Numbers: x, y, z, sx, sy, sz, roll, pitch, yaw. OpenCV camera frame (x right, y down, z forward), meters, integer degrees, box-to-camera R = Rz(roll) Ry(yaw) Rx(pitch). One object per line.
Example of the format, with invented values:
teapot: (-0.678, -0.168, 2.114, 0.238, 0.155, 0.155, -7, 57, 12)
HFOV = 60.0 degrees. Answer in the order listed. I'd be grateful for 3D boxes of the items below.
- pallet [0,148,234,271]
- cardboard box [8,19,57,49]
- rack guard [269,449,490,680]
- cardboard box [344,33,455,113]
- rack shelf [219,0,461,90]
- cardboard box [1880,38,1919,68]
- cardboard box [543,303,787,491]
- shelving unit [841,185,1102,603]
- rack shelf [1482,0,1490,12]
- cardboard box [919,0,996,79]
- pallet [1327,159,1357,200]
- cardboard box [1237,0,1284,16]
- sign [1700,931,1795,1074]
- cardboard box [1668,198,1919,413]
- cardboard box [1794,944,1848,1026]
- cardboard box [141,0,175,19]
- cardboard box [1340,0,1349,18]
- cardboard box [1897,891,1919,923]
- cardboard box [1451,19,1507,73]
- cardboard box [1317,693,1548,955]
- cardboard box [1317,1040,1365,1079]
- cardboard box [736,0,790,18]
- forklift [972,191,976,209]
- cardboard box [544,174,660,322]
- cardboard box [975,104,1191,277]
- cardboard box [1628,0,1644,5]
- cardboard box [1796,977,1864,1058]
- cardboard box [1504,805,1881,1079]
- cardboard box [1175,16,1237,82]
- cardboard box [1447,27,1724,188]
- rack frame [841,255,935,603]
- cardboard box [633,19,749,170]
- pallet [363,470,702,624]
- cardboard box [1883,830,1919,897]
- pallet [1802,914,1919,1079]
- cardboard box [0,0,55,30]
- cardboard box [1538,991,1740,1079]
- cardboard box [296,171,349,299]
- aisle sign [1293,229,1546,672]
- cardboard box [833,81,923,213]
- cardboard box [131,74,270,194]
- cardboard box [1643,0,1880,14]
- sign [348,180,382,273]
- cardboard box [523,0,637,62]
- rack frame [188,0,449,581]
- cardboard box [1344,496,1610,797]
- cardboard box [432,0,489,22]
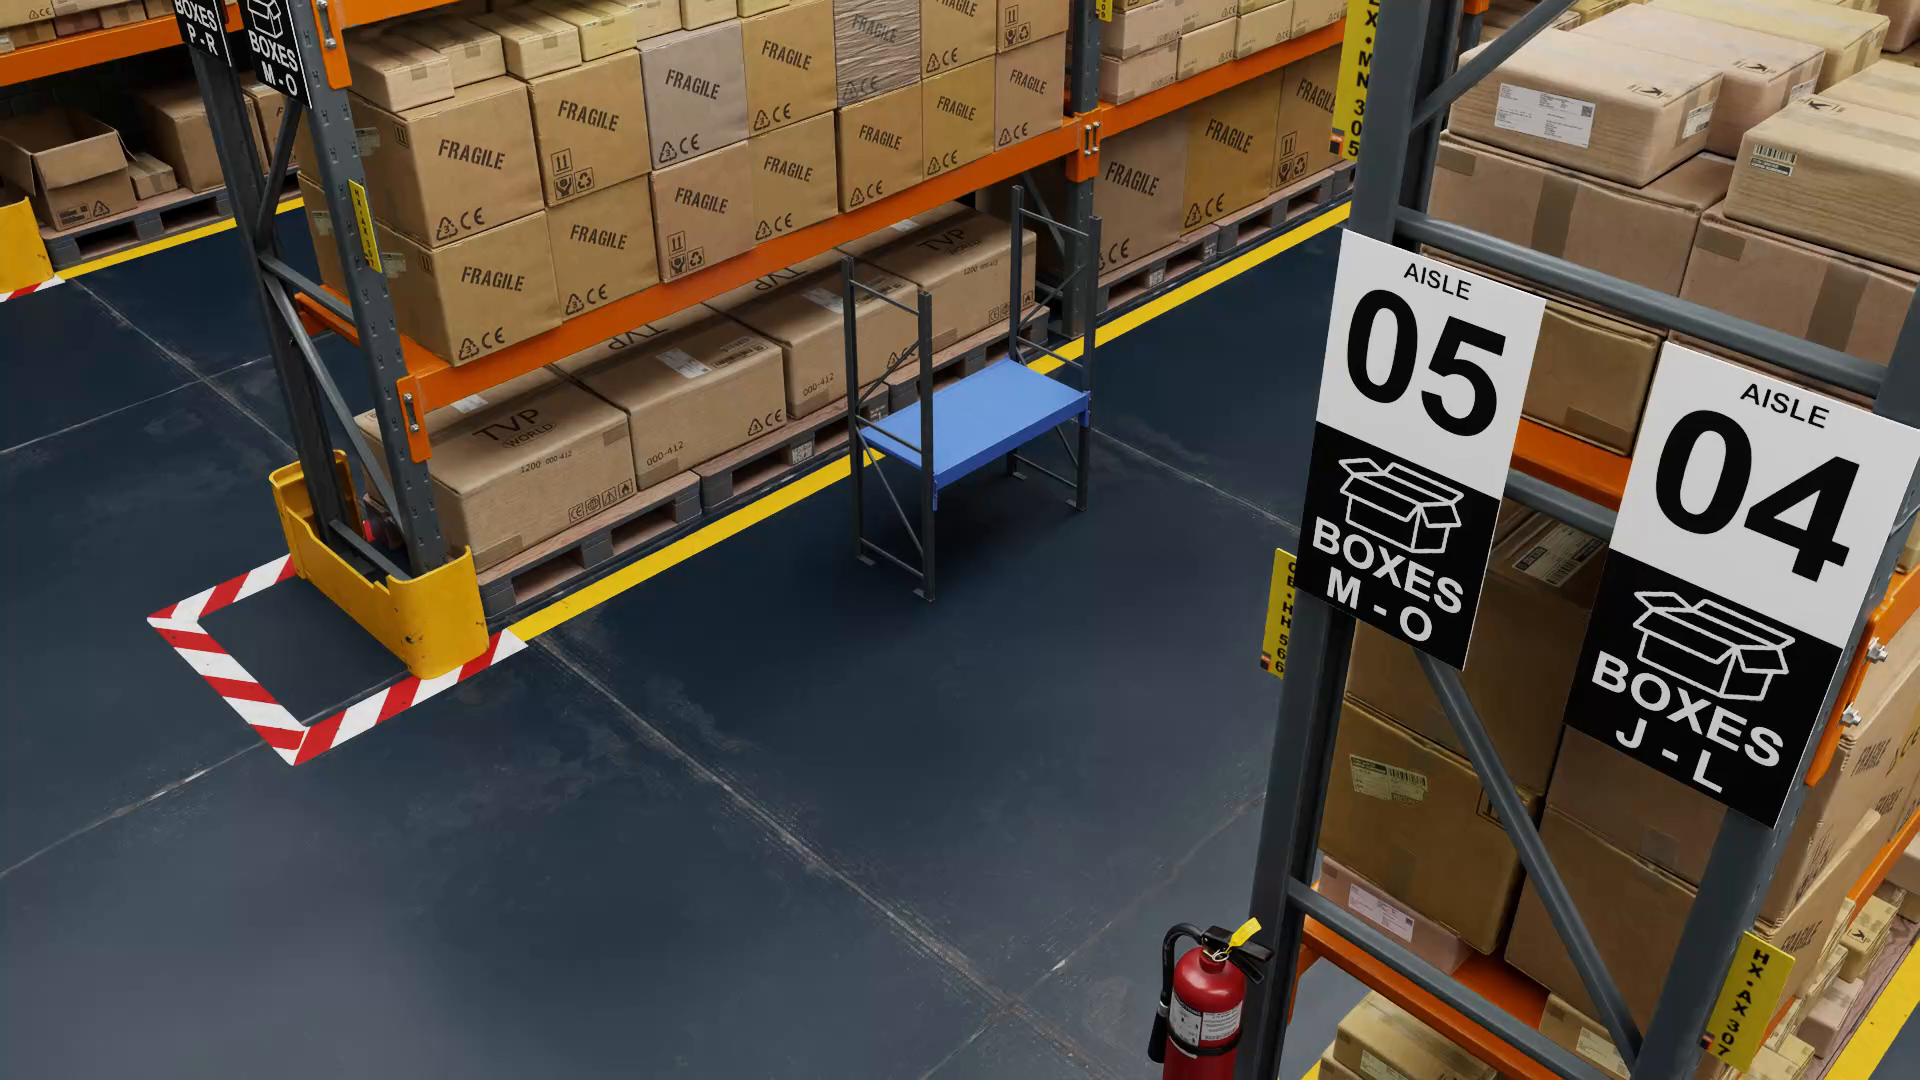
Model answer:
pallet: (-5.407, -2.157, 10.659, 1.003, 0.211, 1.213, 30, 45, 35)
cardboard box: (-5.449, -2.988, 9.632, 0.250, 0.149, 0.380, -29, 44, -35)
rack guard: (-2.514, 0.088, 7.187, 1.175, 0.500, 0.348, 30, 45, 35)
cardboard box: (-2.050, -1.697, 6.033, 0.250, 0.149, 0.380, -29, 44, -35)
rack shelf: (-1.088, -2.695, 6.998, 1.077, 0.370, 4.000, 30, 45, 35)
cardboard box: (1.954, -1.072, 3.736, 0.500, 0.250, 0.500, -29, 44, -35)
cardboard box: (-1.464, -0.752, 8.079, 0.875, 0.438, 0.875, -29, 44, -34)
shelving unit: (0.060, -0.650, 7.371, 0.538, 1.500, 1.048, 30, 45, 35)
rack shelf: (4.549, -4.712, 12.513, 1.077, 0.370, 4.000, 30, 45, 35)
cardboard box: (-0.178, -2.517, 7.775, 0.500, 0.500, 0.500, 29, 44, 35)
pallet: (2.531, -2.761, 11.525, 1.003, 0.211, 1.213, 30, 45, 35)
cardboard box: (1.554, -3.197, 9.406, 0.500, 0.250, 0.500, -29, 44, -35)
sign: (1.472, 0.870, 3.123, 0.100, 0.325, 0.005, 30, 45, 35)
cardboard box: (1.588, -0.445, 2.837, 0.500, 0.250, 0.500, -29, 44, -35)
cardboard box: (2.393, 1.230, 4.969, 0.250, 0.149, 0.380, -28, 44, -34)
cardboard box: (-4.884, -3.297, 10.075, 0.250, 0.149, 0.380, -29, 44, -35)
cardboard box: (2.253, -3.412, 10.151, 0.500, 0.250, 0.500, 29, 44, 35)
cardboard box: (3.142, 1.097, 5.680, 0.380, 0.149, 0.250, 29, 44, 35)
cardboard box: (3.545, -3.515, 12.097, 0.950, 0.372, 0.625, 26, 43, 32)
cardboard box: (1.221, 0.557, 3.981, 0.500, 0.500, 0.500, -29, 44, -35)
cardboard box: (1.257, 1.552, 4.767, 0.380, 0.149, 0.250, 28, 44, 34)
cardboard box: (-0.928, -2.310, 6.911, 0.380, 0.149, 0.250, 28, 44, 34)
forklift: (-0.242, -3.483, 10.182, 3.031, 2.935, 1.130, -28, 44, -34)
cardboard box: (-1.618, -1.284, 6.882, 0.500, 0.500, 0.500, 29, 44, 35)
cardboard box: (0.702, -2.156, 9.709, 0.875, 0.875, 0.875, -28, 44, -34)
cardboard box: (5.086, -4.406, 13.375, 0.625, 0.372, 0.950, -27, 43, -33)
cardboard box: (2.587, 1.410, 5.232, 0.380, 0.149, 0.250, 27, 43, 33)
cardboard box: (1.600, 0.773, 3.672, 0.500, 0.500, 0.500, -28, 43, -34)
cardboard box: (1.182, -2.793, 9.263, 0.500, 0.250, 0.500, 28, 44, 34)
cardboard box: (1.113, -0.784, 2.976, 0.380, 0.149, 0.250, 29, 44, 35)
rack frame: (-0.298, -0.443, 7.075, 0.500, 1.500, 0.032, 30, 45, 35)
cardboard box: (-1.240, -1.903, 6.895, 0.500, 0.500, 0.500, 29, 44, 35)
pallet: (-1.989, -0.160, 7.795, 1.003, 0.211, 1.213, 30, 45, 35)
cardboard box: (2.973, 0.944, 5.379, 0.380, 0.149, 0.250, 28, 44, 34)
pallet: (2.598, 1.311, 5.685, 1.003, 0.211, 1.213, 30, 45, 35)
cardboard box: (-5.511, -3.082, 9.419, 0.500, 0.250, 0.500, -30, 45, -35)
cardboard box: (1.548, 1.110, 3.755, 0.380, 0.149, 0.250, 29, 44, 35)
cardboard box: (-2.345, -1.291, 6.891, 0.500, 0.500, 0.500, -30, 45, -35)
aisle sign: (0.823, -0.151, 3.072, 0.394, 0.787, 0.004, 30, 45, 35)
cardboard box: (-0.526, -1.900, 7.764, 0.500, 0.500, 0.500, 29, 44, 35)
cardboard box: (-4.894, -2.635, 10.724, 0.500, 0.500, 0.700, -28, 44, -34)
cardboard box: (1.646, -1.100, 3.429, 0.250, 0.149, 0.380, -29, 44, -35)
sign: (-2.107, -1.109, 5.892, 0.100, 0.325, 0.005, 30, 45, 35)
cardboard box: (-1.479, -2.006, 6.475, 0.380, 0.149, 0.250, 28, 44, 34)
rack frame: (-2.497, -0.947, 6.486, 1.000, 3.000, 0.127, 30, 45, 35)
cardboard box: (1.233, 0.147, 3.695, 0.500, 0.500, 0.500, 29, 44, 34)
cardboard box: (-2.102, -2.142, 6.671, 0.380, 0.149, 0.250, 29, 44, 35)
